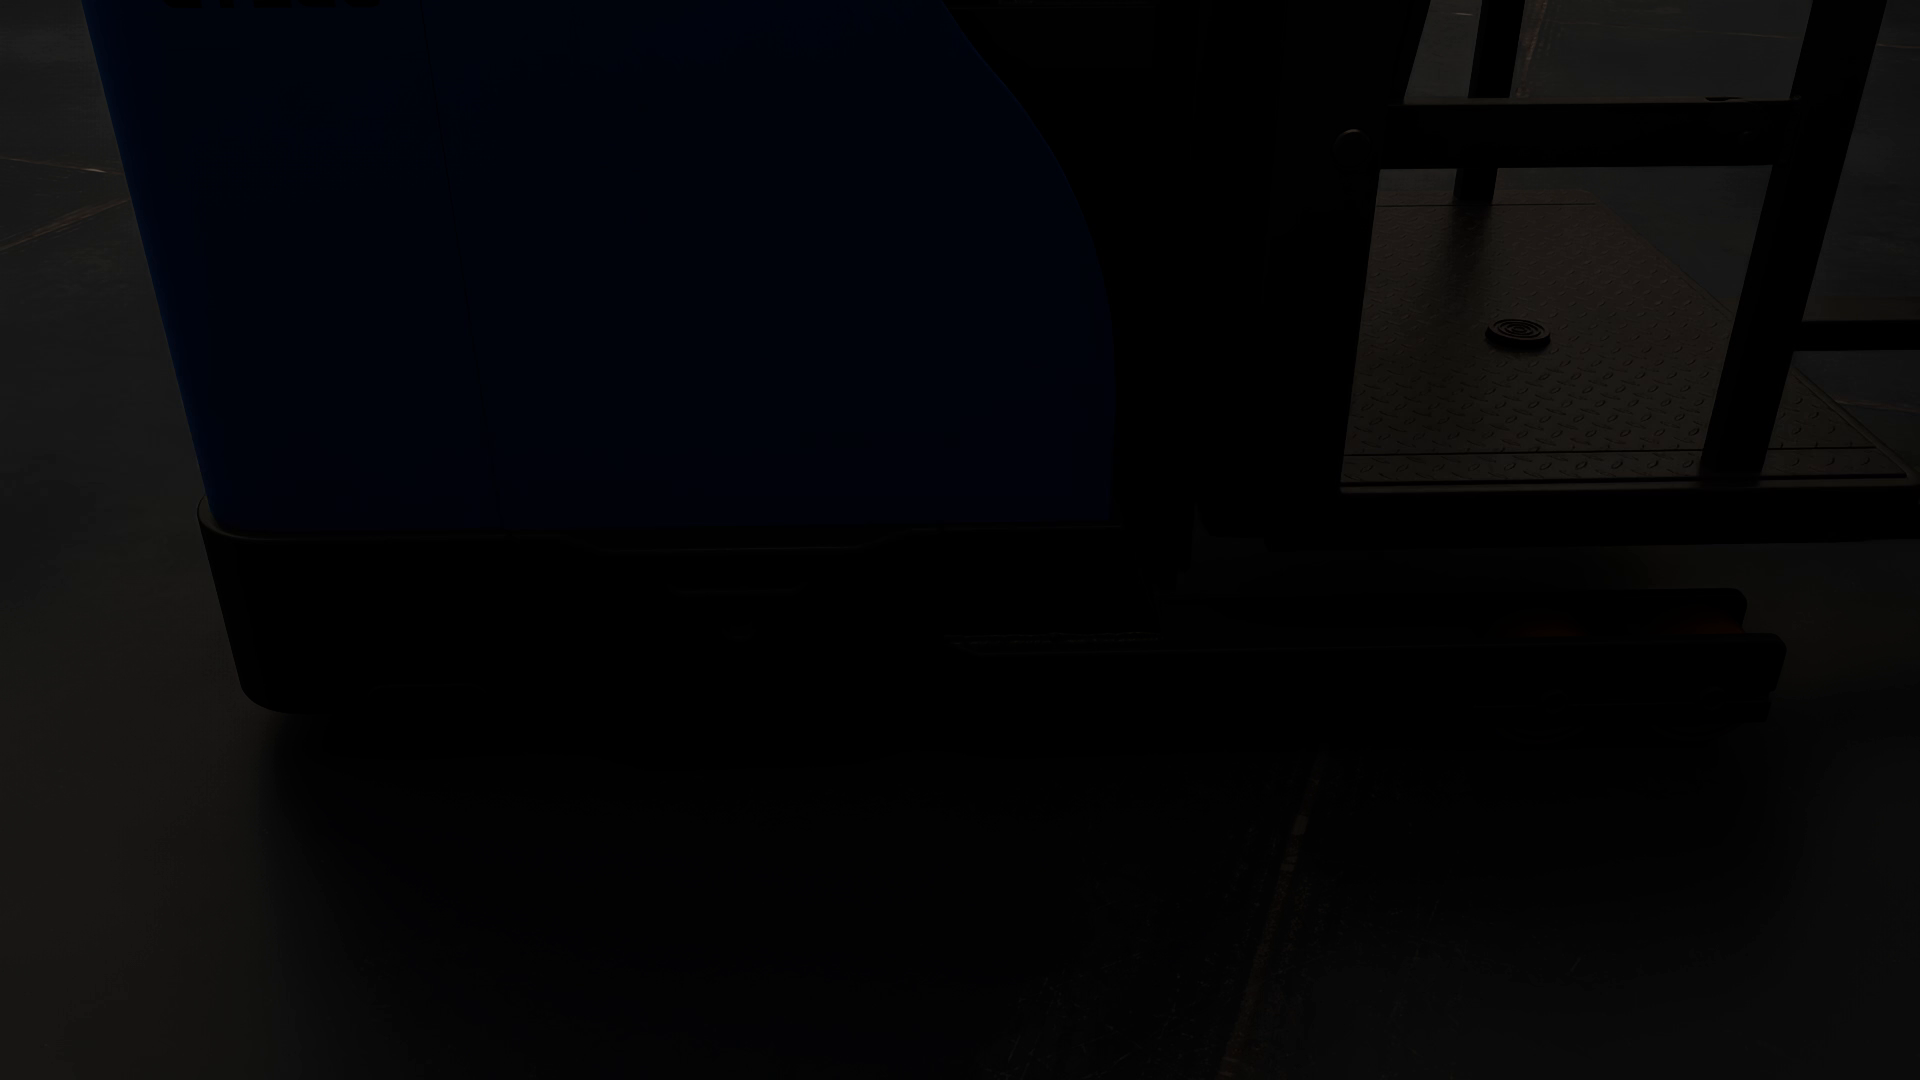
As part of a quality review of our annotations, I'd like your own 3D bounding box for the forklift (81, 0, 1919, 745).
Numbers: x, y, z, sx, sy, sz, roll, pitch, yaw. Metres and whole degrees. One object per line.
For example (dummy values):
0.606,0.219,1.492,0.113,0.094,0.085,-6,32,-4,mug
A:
0.608,-1.285,1.795,3.031,2.935,1.130,-1,30,-2,forklift
